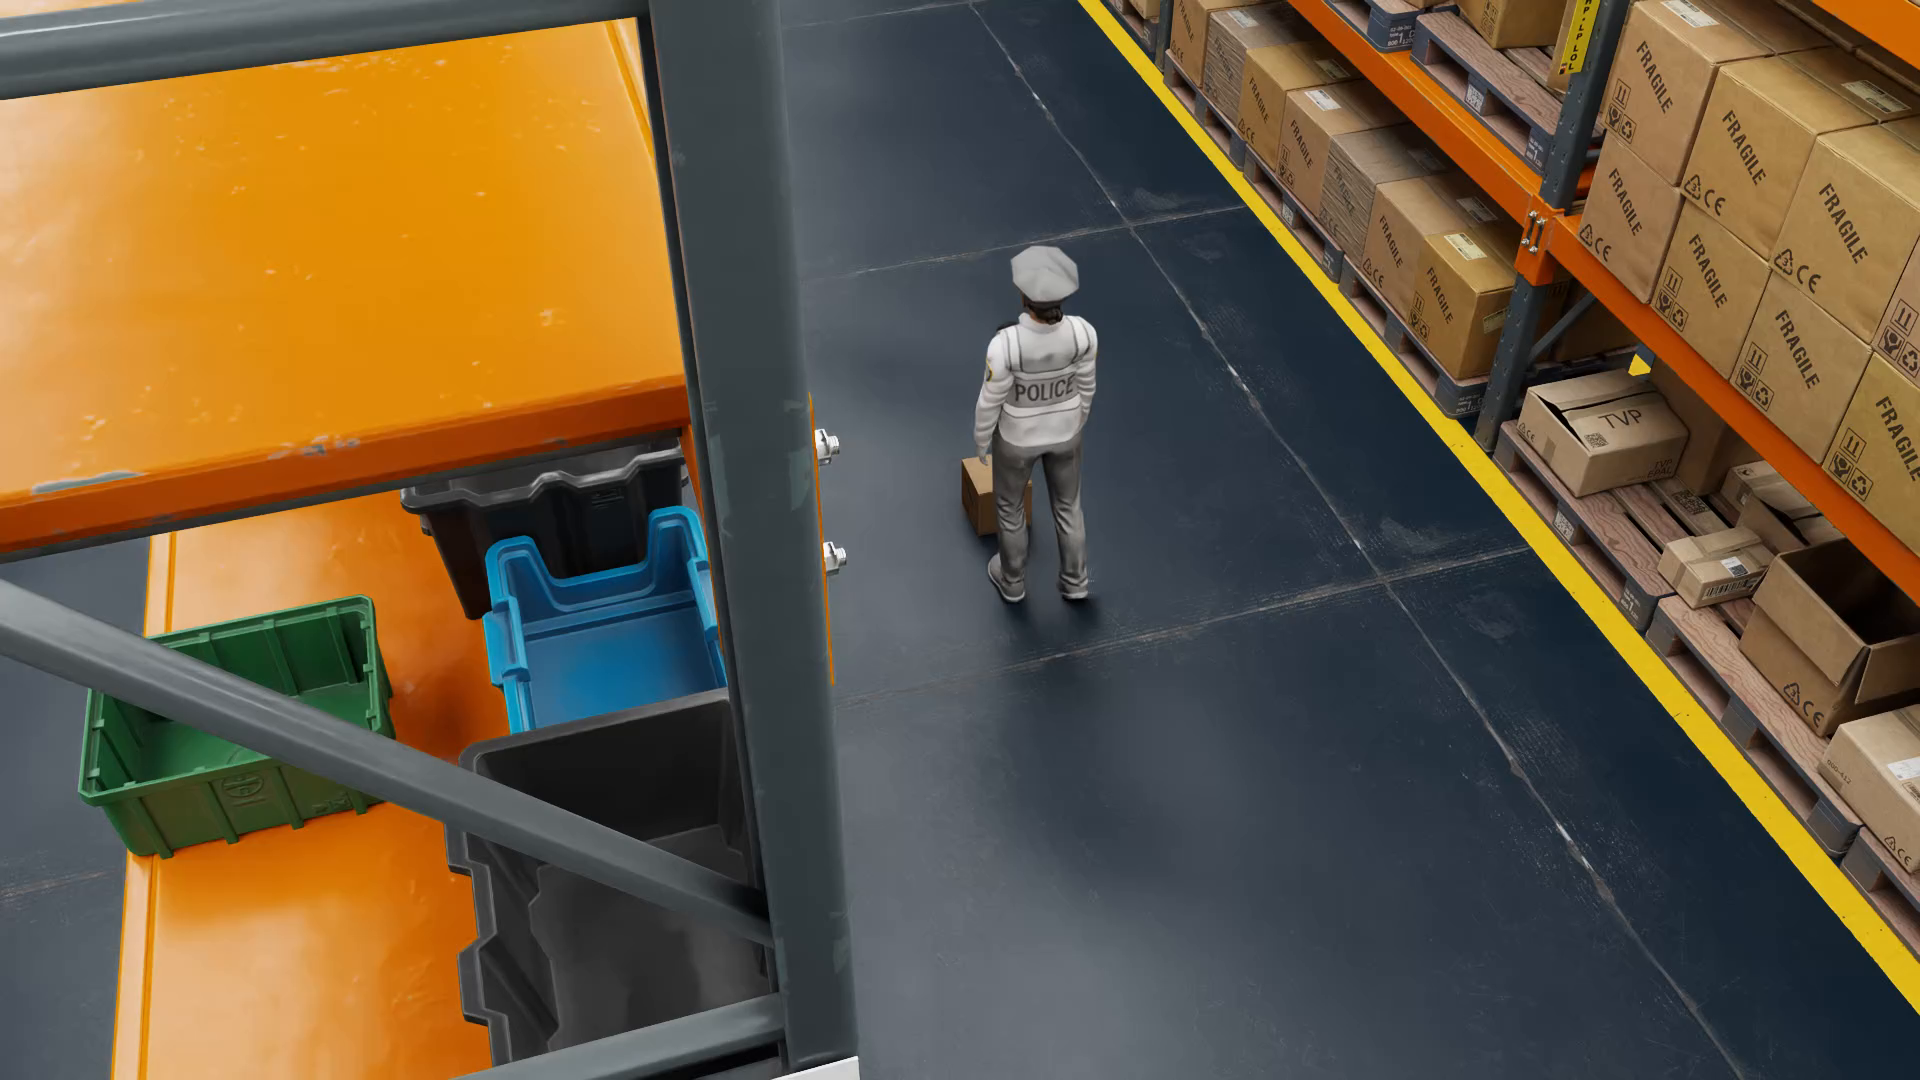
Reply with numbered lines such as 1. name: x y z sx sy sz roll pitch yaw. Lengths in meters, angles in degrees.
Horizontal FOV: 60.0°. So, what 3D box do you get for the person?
1. person: 0.289 -0.399 6.627 0.476 1.745 0.376 -11 44 -12
